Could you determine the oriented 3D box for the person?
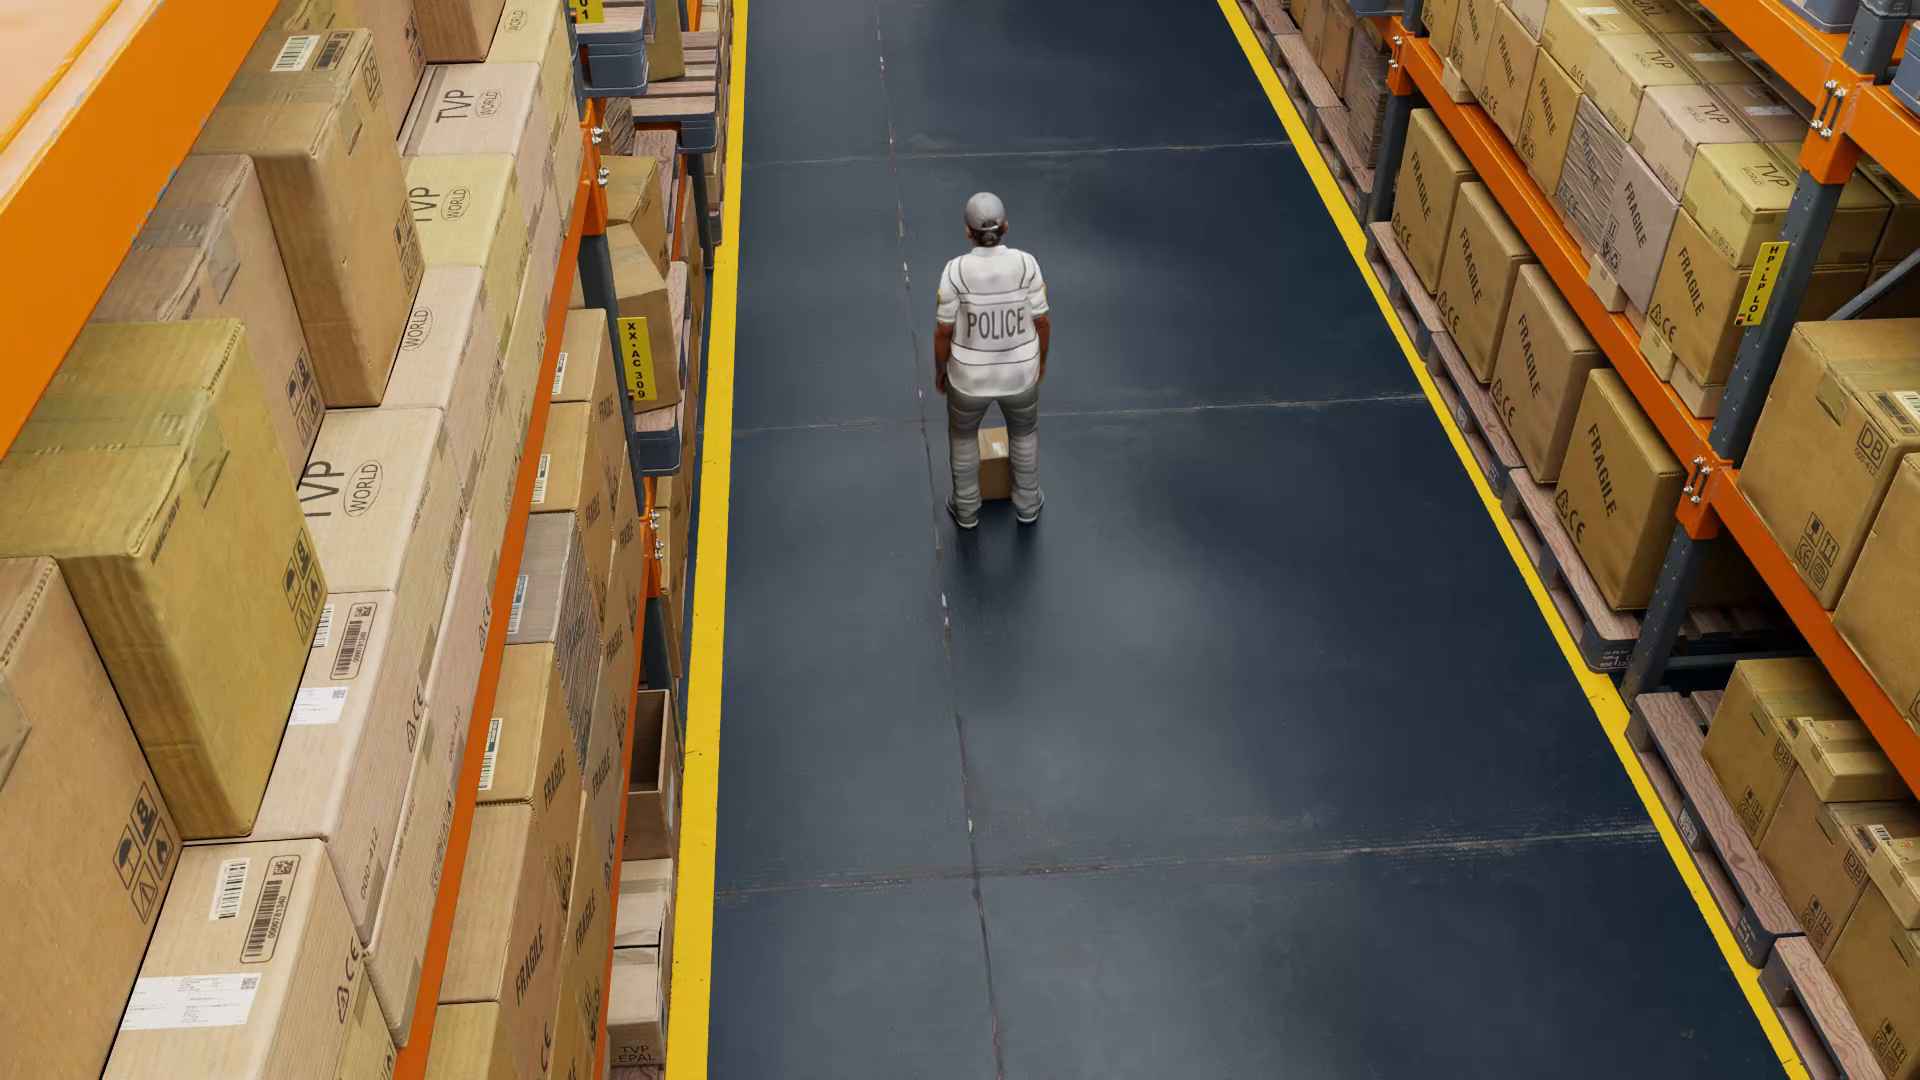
[{"bbox_3d":[0.139,-0.810,7.509,0.524,1.600,0.469,-3,39,-4],"label":"person"}]
